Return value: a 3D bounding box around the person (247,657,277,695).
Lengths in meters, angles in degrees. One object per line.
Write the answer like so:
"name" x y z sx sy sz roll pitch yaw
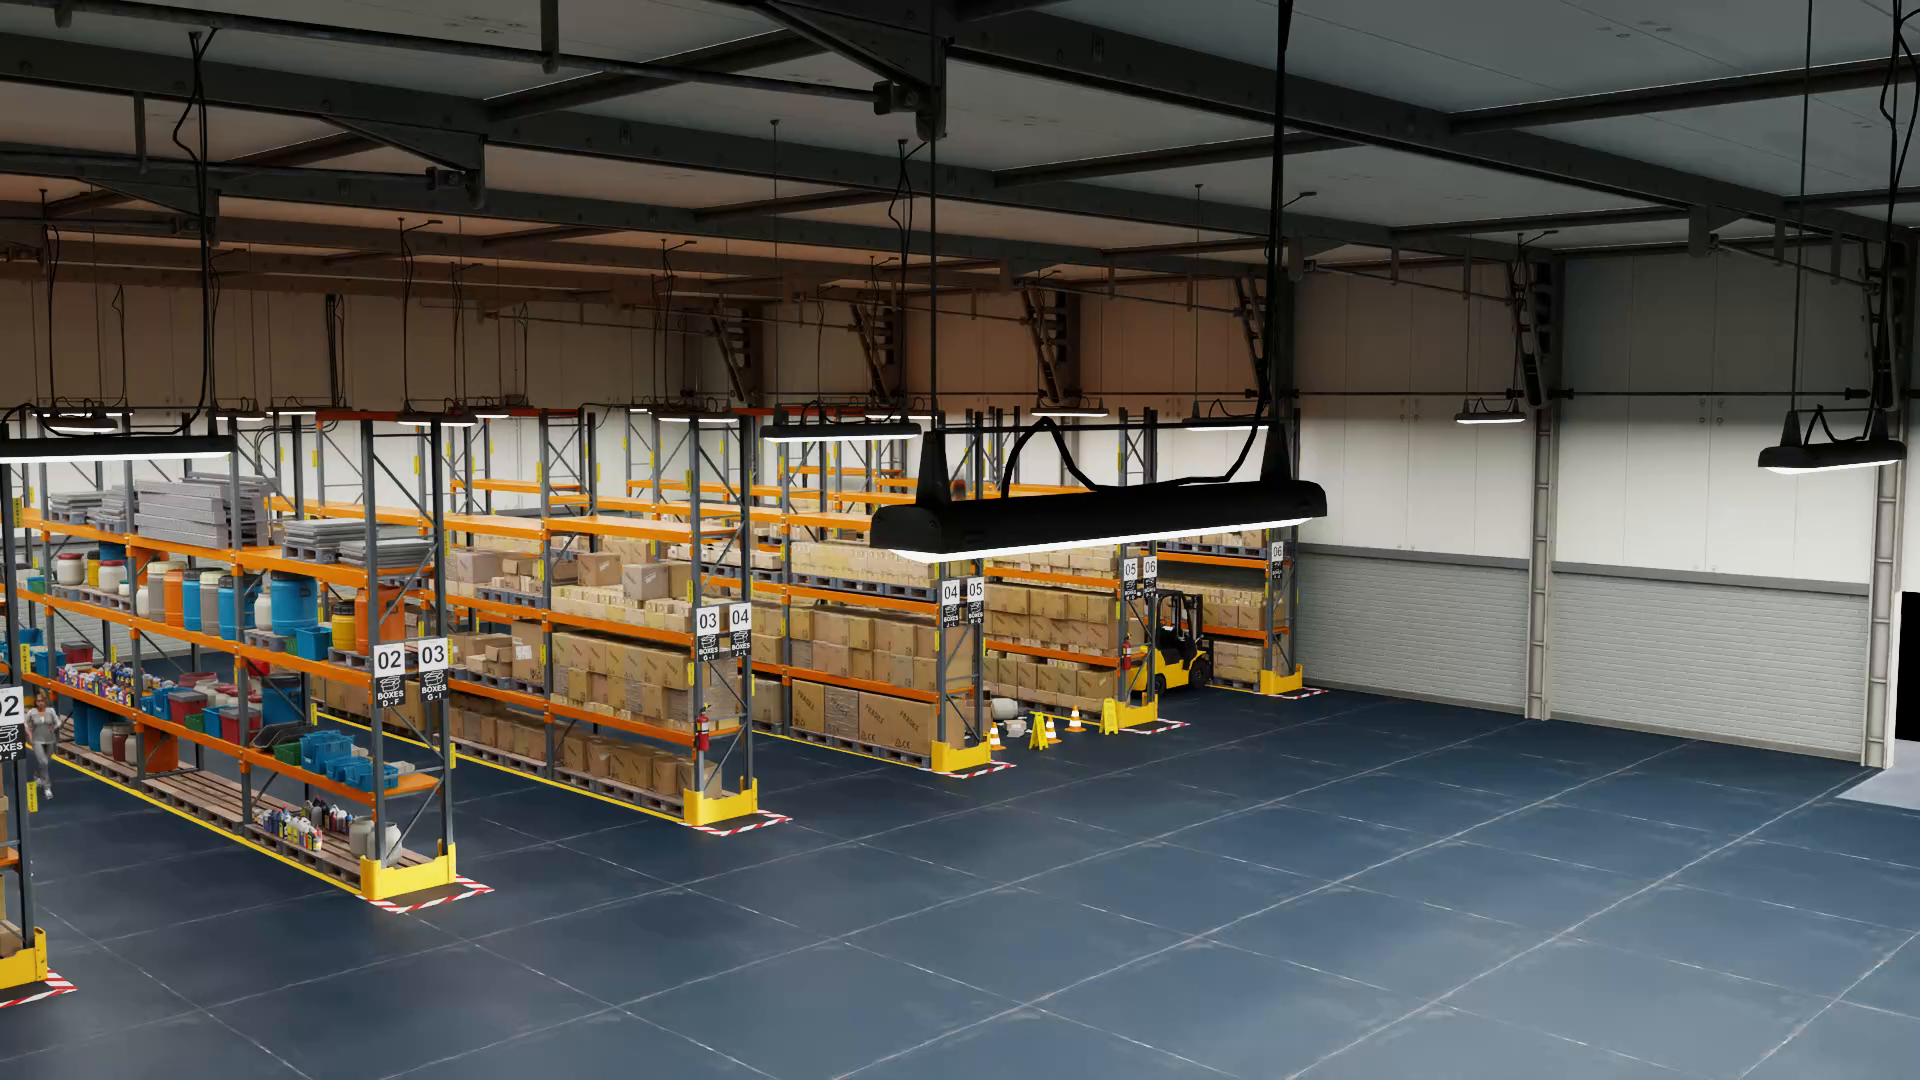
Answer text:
"person" -13.229 2.707 31.468 0.633 1.741 0.691 -5 7 -44

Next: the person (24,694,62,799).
"person" -14.445 3.212 26.210 0.525 1.611 0.807 -5 7 -43
